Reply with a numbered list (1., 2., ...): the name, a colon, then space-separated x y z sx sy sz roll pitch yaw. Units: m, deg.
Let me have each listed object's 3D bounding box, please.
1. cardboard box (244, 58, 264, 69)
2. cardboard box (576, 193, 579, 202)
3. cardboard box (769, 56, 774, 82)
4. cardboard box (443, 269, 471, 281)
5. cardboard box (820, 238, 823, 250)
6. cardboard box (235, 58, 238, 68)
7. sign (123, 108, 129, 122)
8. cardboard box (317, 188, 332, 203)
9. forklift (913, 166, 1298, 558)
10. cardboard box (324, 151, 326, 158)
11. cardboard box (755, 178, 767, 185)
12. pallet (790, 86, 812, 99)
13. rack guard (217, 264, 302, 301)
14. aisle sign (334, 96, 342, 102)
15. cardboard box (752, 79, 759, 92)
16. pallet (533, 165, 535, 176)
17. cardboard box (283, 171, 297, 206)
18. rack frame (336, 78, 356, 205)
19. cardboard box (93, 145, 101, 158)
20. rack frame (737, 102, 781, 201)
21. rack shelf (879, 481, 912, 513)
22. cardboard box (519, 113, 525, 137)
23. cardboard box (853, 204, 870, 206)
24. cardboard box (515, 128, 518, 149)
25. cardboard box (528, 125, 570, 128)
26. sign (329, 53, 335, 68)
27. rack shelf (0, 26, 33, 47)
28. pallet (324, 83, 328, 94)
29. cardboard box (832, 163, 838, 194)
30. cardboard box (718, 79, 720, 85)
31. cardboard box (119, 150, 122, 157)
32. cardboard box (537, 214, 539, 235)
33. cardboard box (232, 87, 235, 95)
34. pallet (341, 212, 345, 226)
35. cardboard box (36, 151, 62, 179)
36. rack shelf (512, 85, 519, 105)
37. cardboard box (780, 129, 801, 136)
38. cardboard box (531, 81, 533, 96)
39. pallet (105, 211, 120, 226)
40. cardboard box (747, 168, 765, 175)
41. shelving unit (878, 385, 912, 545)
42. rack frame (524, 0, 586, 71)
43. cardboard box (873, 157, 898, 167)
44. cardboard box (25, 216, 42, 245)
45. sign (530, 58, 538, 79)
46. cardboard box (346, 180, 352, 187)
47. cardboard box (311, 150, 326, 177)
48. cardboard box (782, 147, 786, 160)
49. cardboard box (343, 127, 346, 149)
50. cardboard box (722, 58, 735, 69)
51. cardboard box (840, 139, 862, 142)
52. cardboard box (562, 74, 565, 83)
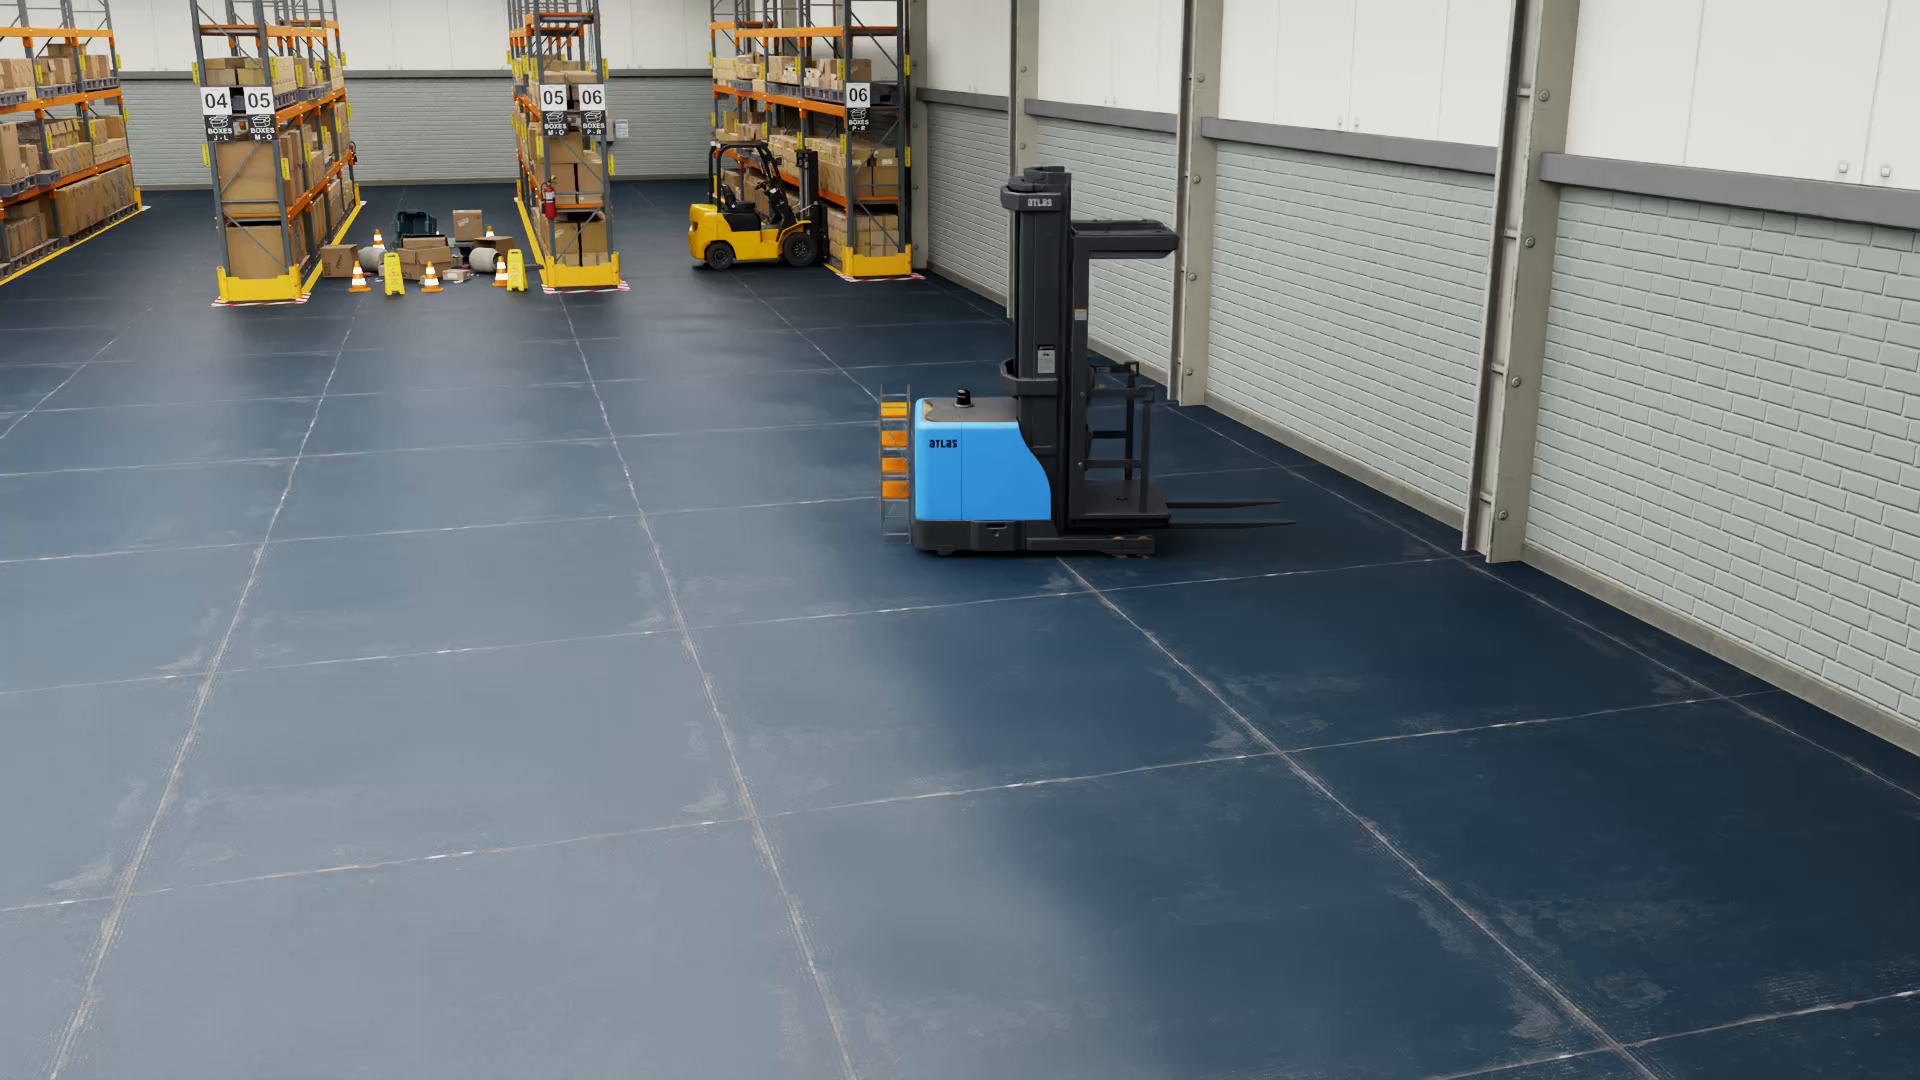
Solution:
1. cardboard box: -10.725 -7.291 25.443 0.380 0.149 0.250 -5 17 -15
2. cardboard box: -6.186 -5.704 27.665 0.380 0.149 0.250 -4 17 -14
3. cardboard box: -3.670 -9.766 34.458 0.500 0.500 0.500 -5 17 -15
4. cardboard box: -8.510 -4.483 28.118 0.380 0.149 0.250 4 17 13
5. cardboard box: -2.290 -5.448 30.423 0.500 0.250 0.500 -4 17 -13
6. cardboard box: -11.708 -7.592 26.444 0.380 0.149 0.250 -5 17 -16
7. sign: -19.608 -9.995 39.088 0.100 0.325 0.005 -5 17 -15
8. cardboard box: -13.095 -7.012 33.894 0.500 0.250 0.500 -6 18 -18
9. forklift: 1.147 -1.415 13.067 3.031 2.935 1.130 0 17 -1
10. cardboard box: -13.433 -8.026 34.665 0.380 0.149 0.250 -4 17 -15
11. cardboard box: -4.472 -8.197 38.013 0.380 0.149 0.250 -4 17 -13
12. pallet: -2.791 -8.733 32.431 0.805 0.209 1.217 -5 18 -17
13. rack guard: -10.933 -4.023 25.974 1.175 0.500 0.348 -5 17 -15
14. aisle sign: -15.068 -10.941 40.143 0.394 0.787 0.004 -5 17 -15
15. cardboard box: -4.286 -10.017 36.632 0.500 0.250 0.500 -5 17 -15
16. pallet: -7.823 -7.222 32.615 1.003 0.211 1.213 -5 17 -15
17. cardboard box: -11.290 -5.712 26.995 0.875 0.550 0.550 -5 17 -15
18. rack frame: -15.337 -9.652 40.371 1.000 3.000 0.127 -5 17 -15
19. cardboard box: -18.912 -8.403 35.955 0.500 0.250 0.500 -5 17 -16
20. rack frame: -4.734 -9.358 39.393 1.000 3.000 0.127 -5 17 -15
21. rack shelf: -0.518 -0.357 13.477 0.258 0.148 0.480 -1 17 -1
22. cardboard box: -9.661 -9.347 37.444 0.500 0.500 0.500 -4 17 -15
23. cardboard box: -1.935 -6.108 30.883 0.500 0.250 0.500 -5 17 -15
24. cardboard box: -10.749 -9.964 41.234 0.500 0.500 0.500 -5 17 -16
25. cardboard box: -7.164 -6.998 29.107 0.700 0.500 0.500 -5 17 -16
26. sign: -13.705 -10.463 36.274 0.100 0.325 0.005 -5 17 -15
27. rack shelf: -17.385 -8.859 29.248 1.077 0.370 4.000 -5 17 -15
28. pallet: -13.882 -9.426 34.732 1.213 0.211 1.003 -5 17 -15
29. cardboard box: -1.958 -6.347 29.193 0.500 0.500 0.500 -4 17 -14
30. cardboard box: -5.849 -11.455 41.594 0.380 0.149 0.250 -4 17 -14
31. cardboard box: -19.510 -8.884 38.251 0.380 0.149 0.250 -4 17 -14
32. cardboard box: -7.847 -6.230 32.817 0.950 0.372 0.625 -4 17 -13
33. cardboard box: -11.497 -6.998 25.852 0.380 0.149 0.250 -4 17 -14
34. pallet: -14.022 -6.995 36.372 1.003 0.211 1.213 -5 17 -15
35. cardboard box: -17.807 -7.279 32.296 0.500 0.500 0.500 -4 17 -14
36. rack shelf: -10.055 -10.610 39.597 1.077 0.370 4.000 -5 17 -15
37. cardboard box: -3.626 -8.656 36.150 0.500 0.500 0.500 -4 17 -13
38. cardboard box: -7.174 -7.834 28.849 0.500 0.250 0.500 -5 17 -15
39. pallet: -19.168 -7.062 36.597 1.003 0.211 1.213 -5 17 -15
40. cardboard box: -4.774 -8.627 38.929 0.380 0.149 0.250 -6 18 -18
41. shelving unit: -0.520 -0.611 13.400 0.258 1.200 0.503 -1 17 -1
42. rack frame: -7.307 -9.625 29.853 1.000 3.000 0.127 -5 17 -15
43. cardboard box: -1.280 -6.512 28.616 0.380 0.149 0.250 -5 17 -17
44. cardboard box: -17.567 -5.752 30.969 0.700 0.500 0.500 -6 18 -20
45. sign: -6.747 -7.468 26.346 0.100 0.325 0.005 -5 17 -15
46. cardboard box: -14.740 -8.511 39.762 0.380 0.149 0.250 -5 17 -16
47. cardboard box: -12.756 -7.384 32.645 0.500 0.500 0.500 -5 17 -15
48. cardboard box: -3.320 -7.853 33.774 0.500 0.250 0.500 -4 17 -14
49. cardboard box: -14.554 -9.317 38.565 0.500 0.500 0.500 -4 17 -12
50. cardboard box: -5.530 -11.649 40.678 0.500 0.250 0.500 -4 17 -14
51. cardboard box: -2.043 -7.437 31.179 0.380 0.149 0.250 -5 17 -16
52. cardboard box: -6.619 -7.488 27.004 0.380 0.149 0.250 -4 17 -14
